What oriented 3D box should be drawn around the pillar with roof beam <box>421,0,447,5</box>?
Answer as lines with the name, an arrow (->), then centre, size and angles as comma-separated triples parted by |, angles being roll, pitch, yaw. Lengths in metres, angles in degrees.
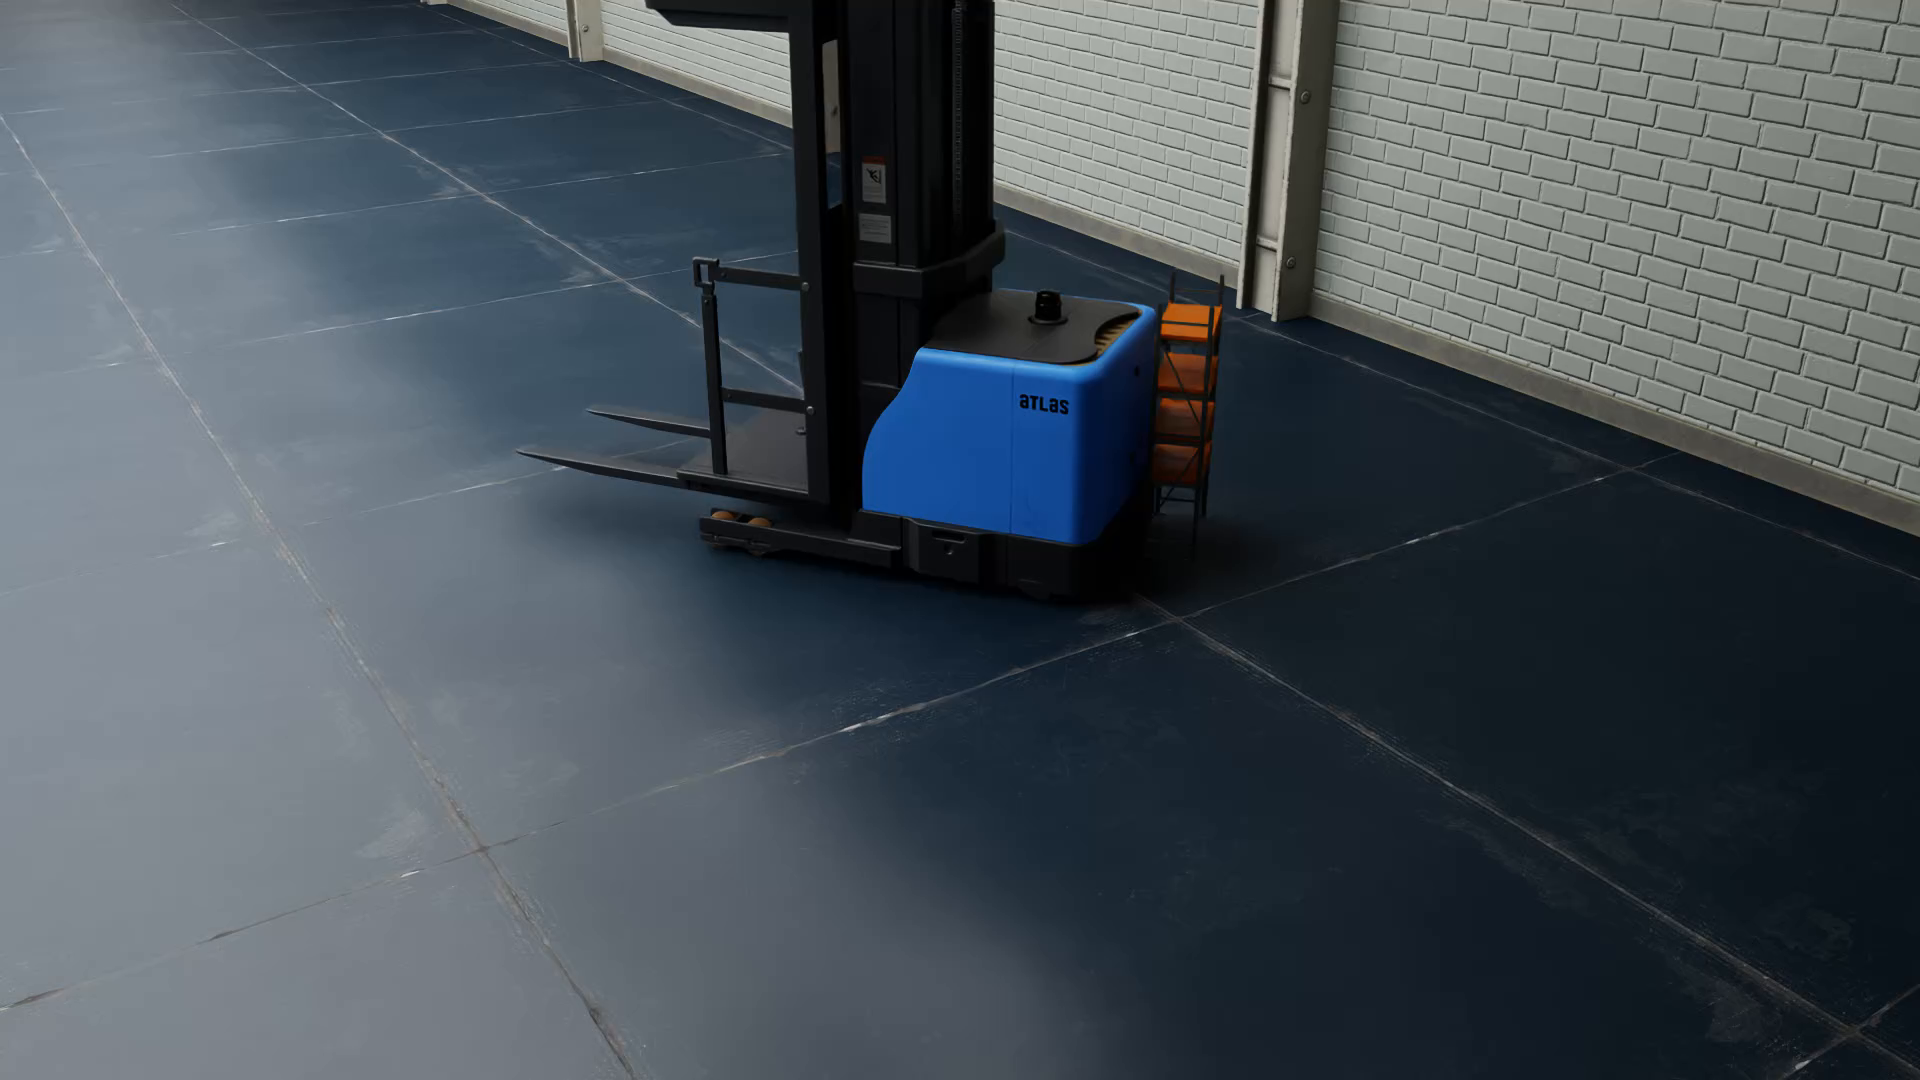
pillar with roof beam -> -11.371, -11.016, 20.544 | 9.100, 9.000, 0.400 | -16, 29, -30

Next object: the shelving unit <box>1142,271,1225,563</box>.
shelving unit -> 1.009, -0.556, 7.519 | 0.258, 1.200, 0.503 | 6, 26, 12

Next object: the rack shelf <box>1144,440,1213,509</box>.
rack shelf -> 1.006, -0.316, 7.633 | 0.258, 0.148, 0.480 | 6, 26, 12

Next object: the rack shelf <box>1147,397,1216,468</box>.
rack shelf -> 1.008, -0.495, 7.548 | 0.258, 0.148, 0.480 | 6, 26, 12

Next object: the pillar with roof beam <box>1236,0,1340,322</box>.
pillar with roof beam -> -1.545, -4.578, 6.906 | 9.100, 9.000, 0.400 | -16, 29, -30

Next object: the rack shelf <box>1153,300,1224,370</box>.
rack shelf -> 1.013, -0.911, 7.350 | 0.258, 0.148, 0.480 | 6, 26, 12

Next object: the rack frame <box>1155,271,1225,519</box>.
rack frame -> 1.065, -0.657, 7.734 | 0.240, 1.200, 0.015 | 6, 26, 12

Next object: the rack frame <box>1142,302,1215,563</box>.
rack frame -> 0.953, -0.455, 7.304 | 0.240, 1.200, 0.015 | 6, 26, 12

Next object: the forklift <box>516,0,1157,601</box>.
forklift -> -0.656, -1.454, 7.397 | 3.031, 2.935, 1.130 | 10, 27, 20

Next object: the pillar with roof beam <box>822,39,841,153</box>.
pillar with roof beam -> -4.820, -6.724, 11.452 | 9.100, 9.000, 0.400 | -16, 29, -30

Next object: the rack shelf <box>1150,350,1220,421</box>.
rack shelf -> 1.010, -0.697, 7.452 | 0.258, 0.148, 0.480 | 6, 26, 12

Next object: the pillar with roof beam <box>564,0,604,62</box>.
pillar with roof beam -> -8.095, -8.870, 15.998 | 9.100, 9.000, 0.400 | -16, 29, -30
